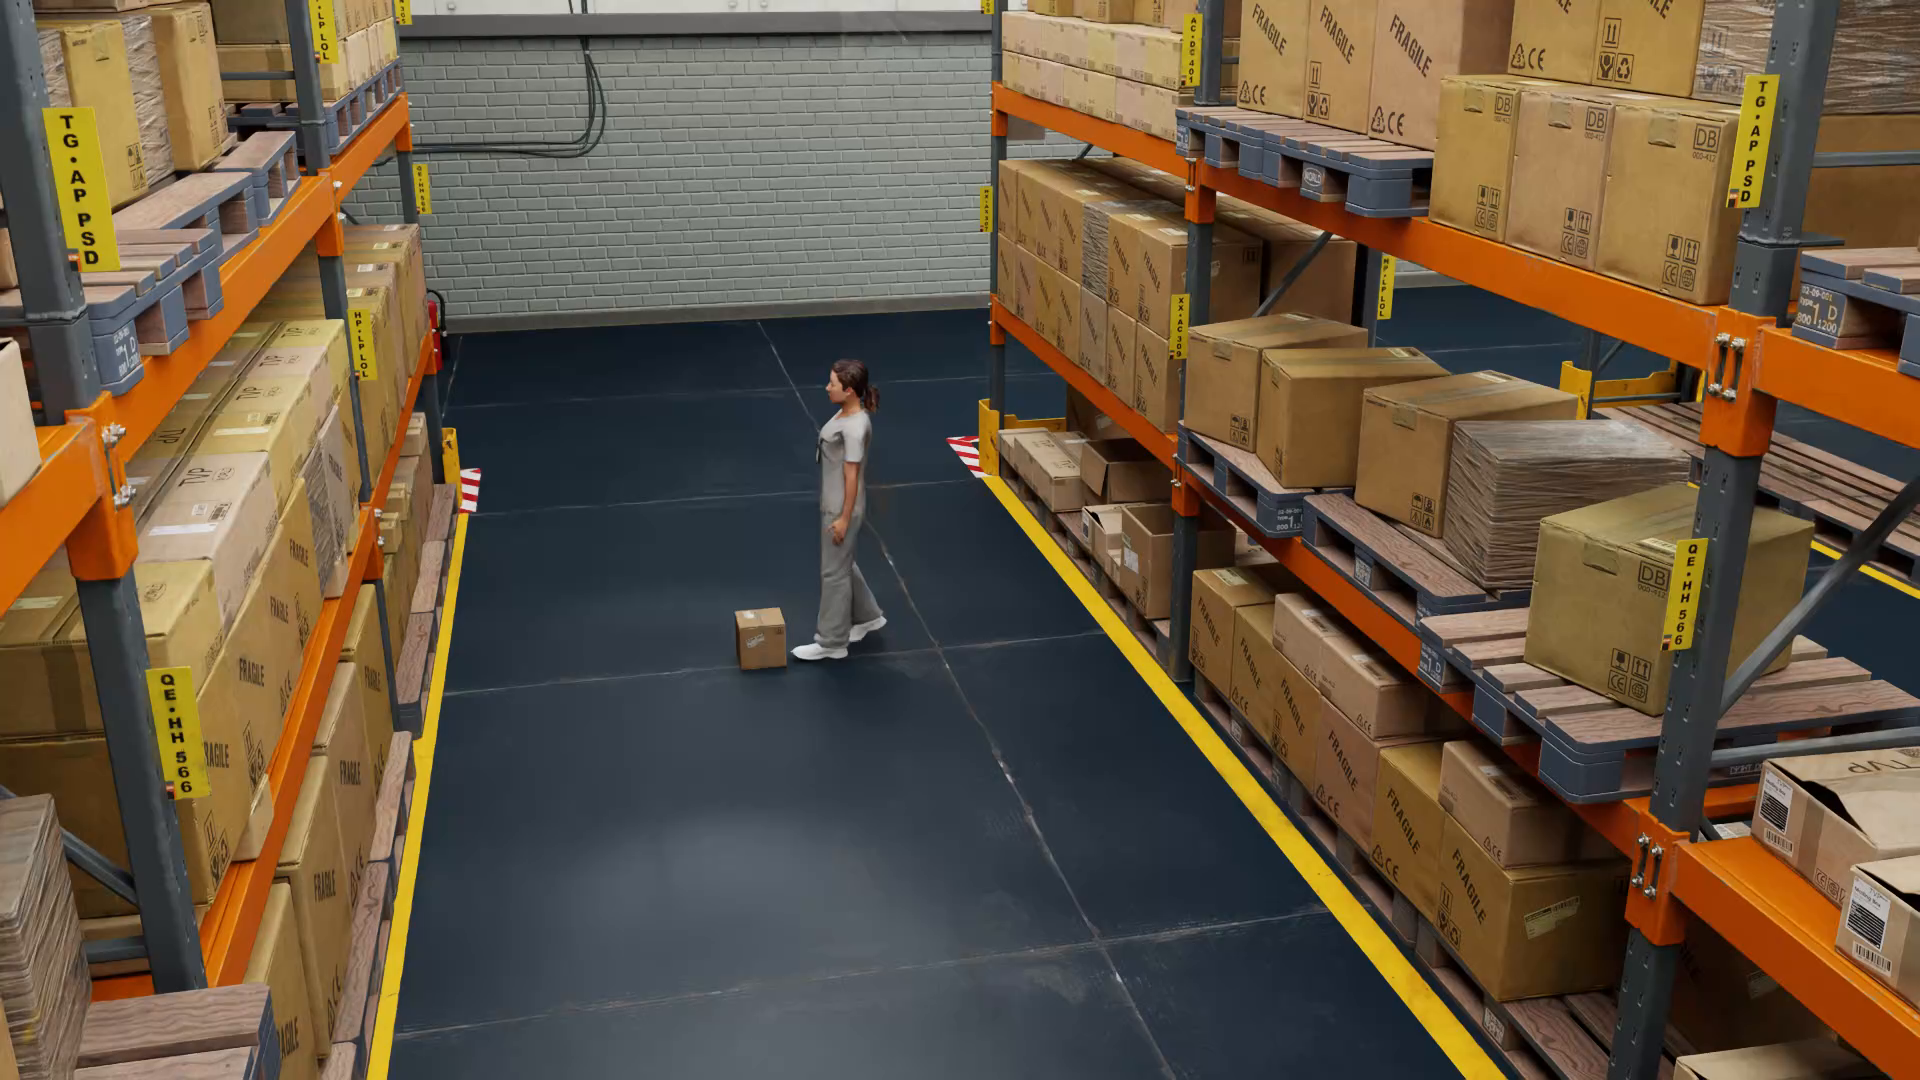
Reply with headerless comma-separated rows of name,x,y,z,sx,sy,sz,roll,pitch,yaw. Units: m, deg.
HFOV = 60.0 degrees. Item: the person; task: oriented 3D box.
person,-0.667,-0.163,9.035,0.540,1.680,0.487,-2,20,-5
